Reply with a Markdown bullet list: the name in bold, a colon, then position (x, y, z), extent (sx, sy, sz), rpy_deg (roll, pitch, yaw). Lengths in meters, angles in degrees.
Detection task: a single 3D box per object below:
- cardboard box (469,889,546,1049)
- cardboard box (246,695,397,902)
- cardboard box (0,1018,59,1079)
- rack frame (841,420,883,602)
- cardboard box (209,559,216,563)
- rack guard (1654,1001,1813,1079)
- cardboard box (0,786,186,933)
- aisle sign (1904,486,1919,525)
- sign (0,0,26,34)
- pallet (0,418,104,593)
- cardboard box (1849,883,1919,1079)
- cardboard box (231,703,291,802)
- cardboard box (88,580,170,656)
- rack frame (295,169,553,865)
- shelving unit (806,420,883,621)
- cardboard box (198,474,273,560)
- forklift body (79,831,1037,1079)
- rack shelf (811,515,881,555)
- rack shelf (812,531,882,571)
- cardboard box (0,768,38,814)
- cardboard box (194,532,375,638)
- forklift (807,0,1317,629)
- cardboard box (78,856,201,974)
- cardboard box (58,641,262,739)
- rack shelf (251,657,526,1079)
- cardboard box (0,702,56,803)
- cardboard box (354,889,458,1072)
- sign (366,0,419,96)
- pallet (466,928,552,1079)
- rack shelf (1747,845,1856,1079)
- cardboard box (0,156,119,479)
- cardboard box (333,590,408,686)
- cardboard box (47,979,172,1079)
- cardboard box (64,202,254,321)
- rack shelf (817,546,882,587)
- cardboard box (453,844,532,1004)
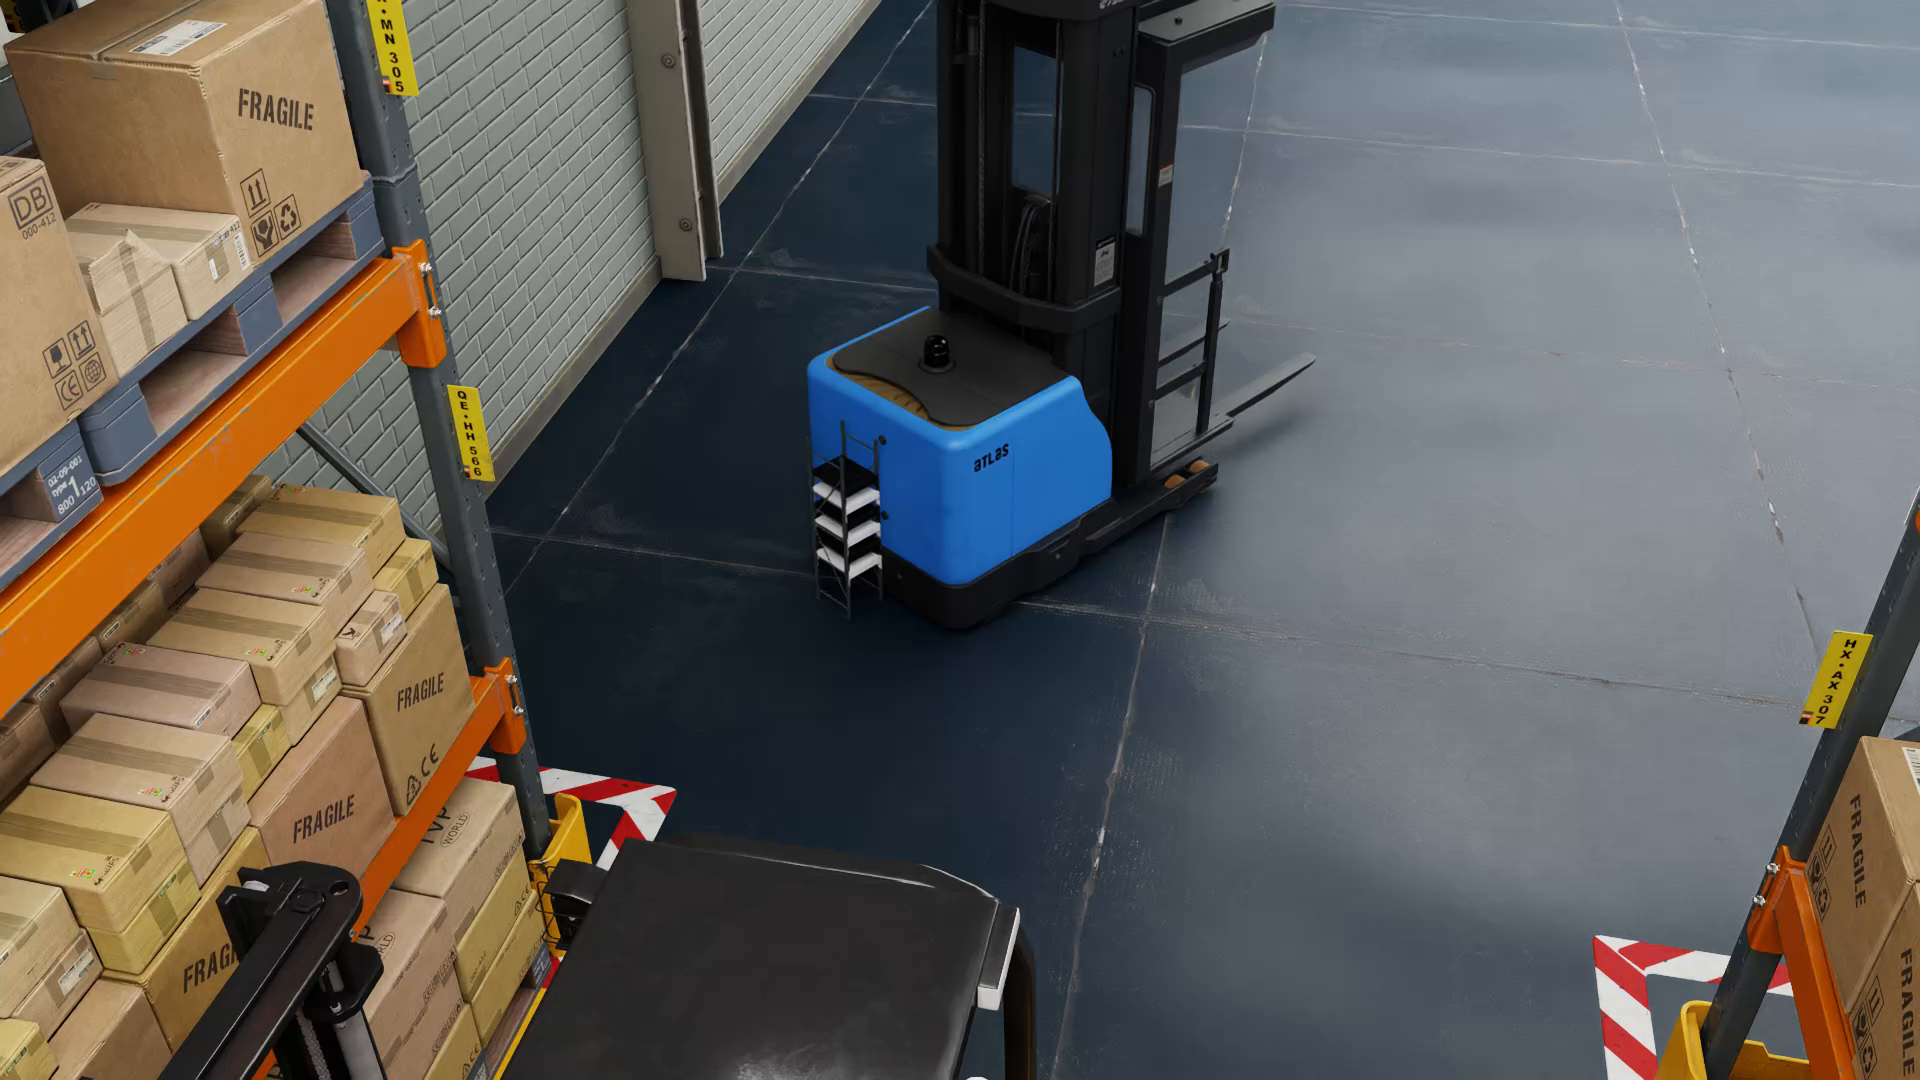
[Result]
- **cardboard box**: position (-1.773, 1.426, 5.711), extent (0.500, 0.250, 0.500), rpy_deg (8, 37, 10)
- **cardboard box**: position (-1.950, 0.745, 4.581), extent (0.500, 0.500, 0.500), rpy_deg (8, 37, 11)
- **cardboard box**: position (-2.161, 1.130, 3.497), extent (0.380, 0.149, 0.250), rpy_deg (7, 36, 9)
- **rack frame**: position (-0.449, -0.123, 7.653), extent (0.006, 0.900, 0.240), rpy_deg (-30, 46, -35)
- **cardboard box**: position (-2.307, 0.033, 5.011), extent (0.380, 0.149, 0.250), rpy_deg (6, 36, 9)
- **rack guard**: position (2.852, 1.850, 5.272), extent (1.175, 0.500, 0.348), rpy_deg (7, 37, 10)
- **cardboard box**: position (-2.027, 0.726, 3.800), extent (0.380, 0.149, 0.250), rpy_deg (8, 37, 11)
- **aisle sign**: position (2.579, -0.333, 3.938), extent (0.394, 0.787, 0.004), rpy_deg (7, 37, 10)
- **sign**: position (-2.522, -1.500, 4.395), extent (0.100, 0.325, 0.005), rpy_deg (7, 37, 10)
- **pallet**: position (-2.416, 0.099, 3.077), extent (1.003, 0.211, 1.213), rpy_deg (7, 37, 10)
- **cardboard box**: position (2.389, 1.167, 3.745), extent (0.500, 0.500, 0.500), rpy_deg (8, 37, 11)
- **cardboard box**: position (-1.987, 0.537, 4.316), extent (0.380, 0.149, 0.250), rpy_deg (7, 37, 10)
- **cardboard box**: position (-2.393, 0.215, 4.506), extent (0.380, 0.149, 0.250), rpy_deg (8, 37, 11)
- **rack frame**: position (-1.981, 0.174, 5.454), extent (1.000, 3.000, 0.127), rpy_deg (7, 37, 10)
- **shelving unit**: position (-0.521, -0.081, 7.595), extent (0.210, 0.900, 0.258), rpy_deg (-30, 46, -35)
- **cardboard box**: position (-2.262, -0.084, 4.918), extent (0.380, 0.149, 0.250), rpy_deg (7, 36, 9)
- **forklift body**: position (-0.604, 1.833, 3.888), extent (2.313, 2.155, 1.214), rpy_deg (7, 37, 10)
- **rack shelf**: position (-0.521, -0.054, 7.615), extent (0.200, 0.077, 0.258), rpy_deg (-30, 46, -35)
- **rack shelf**: position (-0.521, 0.019, 7.667), extent (0.200, 0.077, 0.258), rpy_deg (-30, 46, -35)
- **cardboard box**: position (-2.597, 0.607, 4.219), extent (0.380, 0.149, 0.250), rpy_deg (8, 37, 10)
- **cardboard box**: position (-1.874, 0.127, 4.627), extent (0.380, 0.149, 0.250), rpy_deg (7, 37, 10)
- **forklift**: position (0.686, -1.542, 7.880), extent (3.031, 2.935, 1.130), rpy_deg (-30, 46, -35)
- **cardboard box**: position (-2.032, 0.843, 3.893), extent (0.380, 0.149, 0.250), rpy_deg (8, 37, 10)
- **cardboard box**: position (-2.030, 0.414, 4.231), extent (0.380, 0.149, 0.250), rpy_deg (8, 37, 10)
- **rack shelf**: position (-2.409, 1.612, 4.083), extent (1.077, 0.370, 4.000), rpy_deg (7, 37, 10)
- **cardboard box**: position (-2.492, 0.509, 4.100), extent (0.380, 0.149, 0.250), rpy_deg (8, 37, 11)
- **cardboard box**: position (-1.878, 1.309, 5.021), extent (0.500, 0.250, 0.500), rpy_deg (8, 37, 11)
- **sign**: position (-1.454, -1.291, 4.232), extent (0.100, 0.325, 0.005), rpy_deg (7, 37, 10)
- **pallet**: position (-2.104, 1.747, 5.660), extent (1.003, 0.211, 1.213), rpy_deg (7, 37, 10)
- **rack shelf**: position (2.441, 2.232, 3.228), extent (1.077, 0.370, 4.000), rpy_deg (7, 37, 10)
- **cardboard box**: position (-2.154, -0.433, 3.207), extent (0.700, 0.500, 0.500), rpy_deg (8, 37, 10)
- **cardboard box**: position (-1.807, 0.255, 4.704), extent (0.380, 0.149, 0.250), rpy_deg (8, 37, 11)
- **cardboard box**: position (-2.156, 1.328, 3.776), extent (0.500, 0.500, 0.500), rpy_deg (8, 37, 10)
- **cardboard box**: position (-1.862, -0.636, 3.787), extent (0.380, 0.149, 0.250), rpy_deg (6, 36, 9)
- **rack shelf**: position (-0.521, 0.092, 7.720), extent (0.200, 0.077, 0.258), rpy_deg (-30, 46, -35)
- **cardboard box**: position (-1.780, 1.233, 5.552), extent (0.500, 0.250, 0.500), rpy_deg (7, 36, 9)
